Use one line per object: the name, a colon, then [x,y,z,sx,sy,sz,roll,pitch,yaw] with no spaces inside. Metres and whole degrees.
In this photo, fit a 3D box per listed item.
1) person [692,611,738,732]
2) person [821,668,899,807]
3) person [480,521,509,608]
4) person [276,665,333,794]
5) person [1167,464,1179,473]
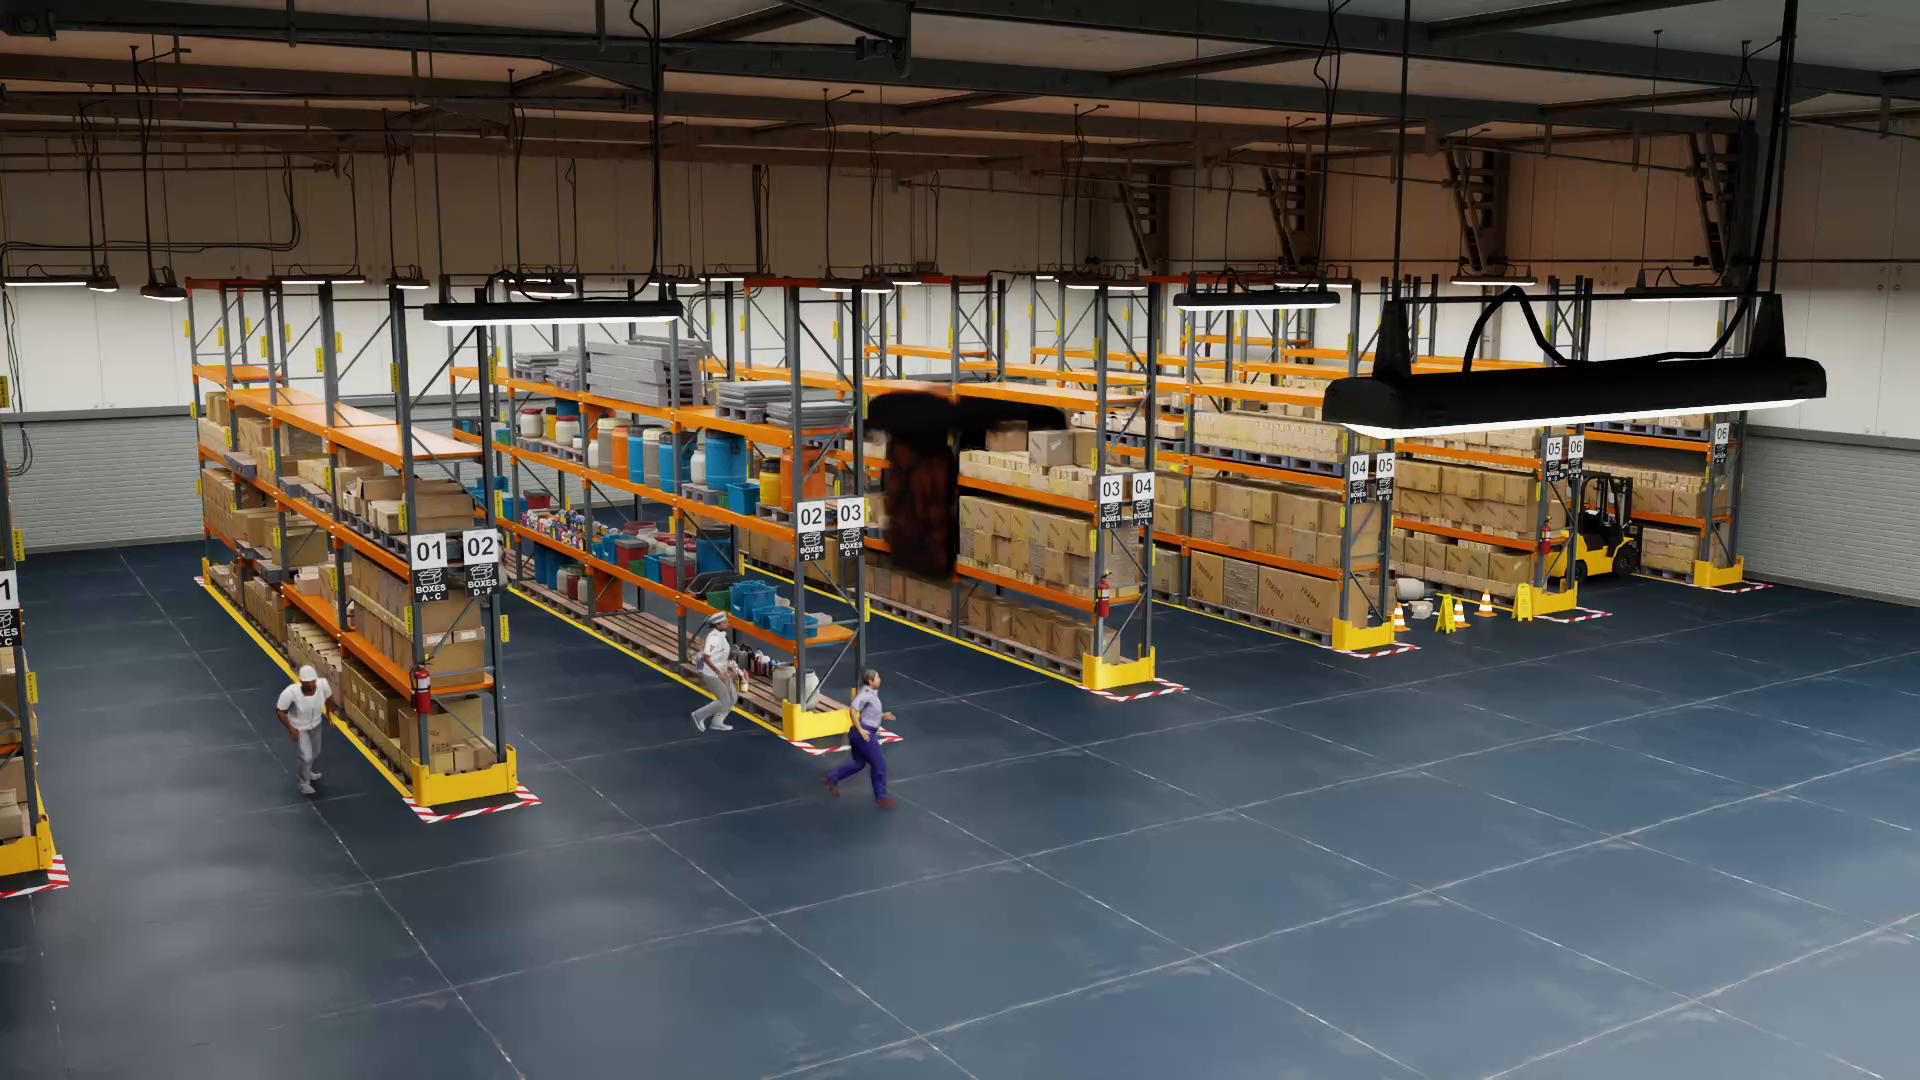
person: [-3.178,1.696,21.503,0.570,1.600,0.558,1,10,6]
person: [-1.165,2.313,19.431,0.886,1.661,0.581,-1,10,-4]
person: [-8.524,0.447,30.308,0.675,1.660,0.900,-8,13,-41]
person: [-7.848,2.231,19.929,0.900,1.624,0.727,6,11,33]
person: [4.735,-0.764,35.898,0.967,1.727,0.714,9,13,43]
